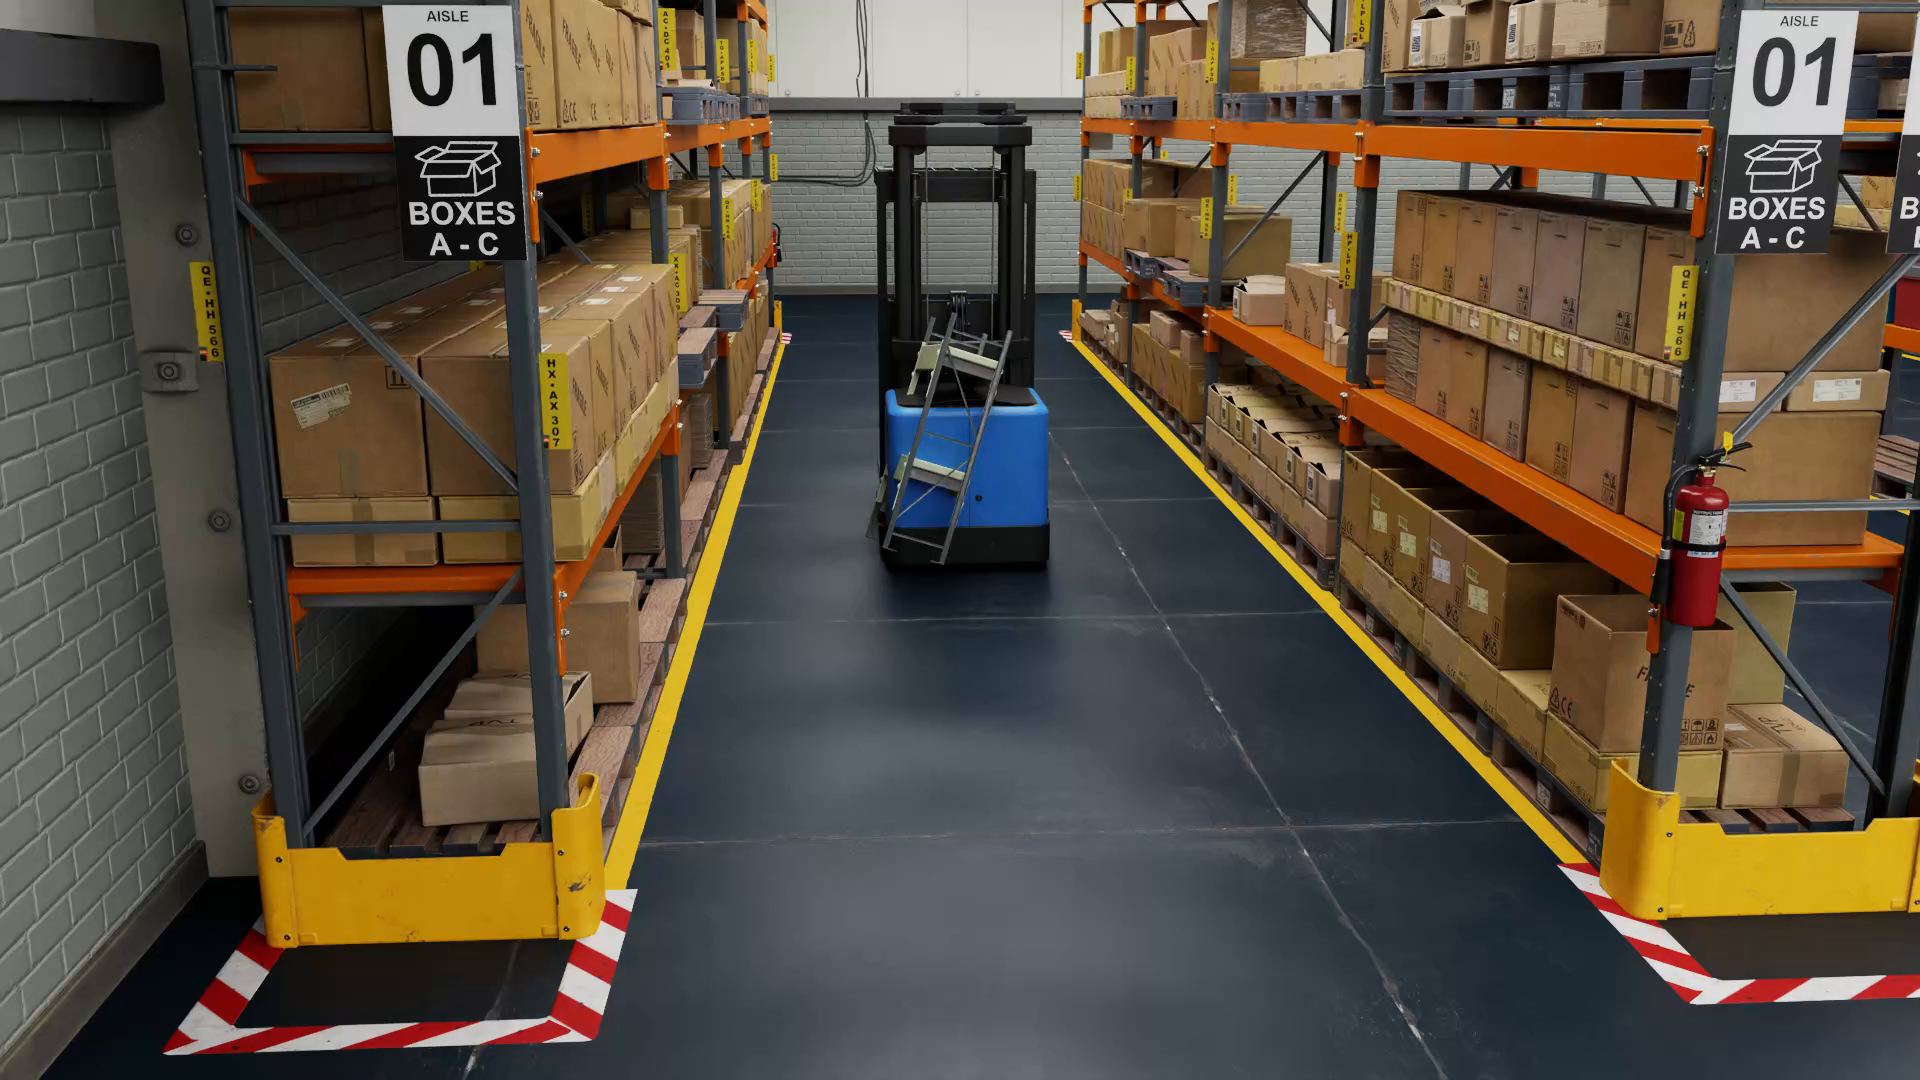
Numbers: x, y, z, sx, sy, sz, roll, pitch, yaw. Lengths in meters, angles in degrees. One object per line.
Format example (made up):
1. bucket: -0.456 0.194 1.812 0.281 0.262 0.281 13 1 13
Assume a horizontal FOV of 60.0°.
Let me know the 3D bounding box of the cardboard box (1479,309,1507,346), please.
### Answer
1. cardboard box: 2.718 -1.017 7.956 0.380 0.149 0.250 -1 14 -4

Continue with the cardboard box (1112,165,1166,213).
1. cardboard box: 1.975 -3.881 18.382 0.500 0.500 0.500 -1 14 -5

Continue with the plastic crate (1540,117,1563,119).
1. plastic crate: 6.825 -5.009 19.191 0.437 0.282 0.530 -1 14 -3

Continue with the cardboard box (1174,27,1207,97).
1. cardboard box: 2.342 -4.394 15.319 0.600 0.600 0.600 -1 15 -6

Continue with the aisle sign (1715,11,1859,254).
1. aisle sign: 2.754 -1.353 5.546 0.394 0.787 0.004 -1 14 -3

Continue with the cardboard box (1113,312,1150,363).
1. cardboard box: 1.981 -2.239 18.341 0.500 0.500 0.500 -1 14 -3

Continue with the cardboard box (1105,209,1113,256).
1. cardboard box: 1.945 -3.524 19.001 0.500 0.500 0.500 -1 14 -2

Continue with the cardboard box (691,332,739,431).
1. cardboard box: -2.312 -1.374 14.318 0.750 0.750 0.750 -1 14 -4

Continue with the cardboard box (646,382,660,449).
1. cardboard box: -1.748 -0.607 8.126 0.500 0.250 0.500 -1 14 -4

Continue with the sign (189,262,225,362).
1. sign: -2.457 -0.747 5.453 0.100 0.325 0.005 -1 14 -3

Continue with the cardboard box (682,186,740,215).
1. cardboard box: -2.275 -3.094 15.188 0.500 0.250 0.500 -1 14 -5

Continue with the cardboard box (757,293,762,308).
1. cardboard box: -2.460 -2.734 19.004 0.380 0.149 0.250 -1 14 -5

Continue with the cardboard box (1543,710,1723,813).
1. cardboard box: 2.714 0.885 6.742 0.500 0.250 0.500 -1 14 -3

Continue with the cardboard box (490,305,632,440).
1. cardboard box: -1.677 -0.712 7.031 0.500 0.500 0.500 -1 14 -5

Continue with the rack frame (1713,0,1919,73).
1. rack frame: 3.043 -3.020 5.204 1.000 3.000 0.127 -1 14 -3

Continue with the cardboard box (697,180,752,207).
1. cardboard box: -2.361 -3.475 16.668 0.500 0.250 0.500 -1 14 -2

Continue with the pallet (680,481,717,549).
1. pallet: -2.277 -0.179 11.799 1.003 0.211 1.213 -1 14 -3

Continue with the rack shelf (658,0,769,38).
1. rack shelf: -2.769 -5.882 18.575 1.077 0.370 4.000 -1 14 -3

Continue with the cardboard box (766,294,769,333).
1. cardboard box: -2.749 -2.837 20.705 0.700 0.500 0.500 -1 14 -3

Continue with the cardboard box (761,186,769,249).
1. cardboard box: -2.795 -3.854 19.884 0.980 0.700 0.700 -1 14 -4

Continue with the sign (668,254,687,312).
1. sign: -1.608 -1.461 9.449 0.100 0.325 0.005 -1 14 -3

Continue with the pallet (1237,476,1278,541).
1. pallet: 2.632 -0.246 12.057 1.003 0.211 1.213 -1 14 -3

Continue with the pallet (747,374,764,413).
1. pallet: -2.522 -1.480 16.856 1.003 0.211 1.213 -1 14 -3

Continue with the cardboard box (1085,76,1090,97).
1. cardboard box: 1.823 -5.584 20.487 0.500 0.250 0.500 -1 14 -3

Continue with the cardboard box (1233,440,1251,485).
1. cardboard box: 2.357 -0.587 12.463 0.500 0.250 0.500 -1 14 -5

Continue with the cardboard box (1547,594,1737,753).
1. cardboard box: 2.712 0.522 6.649 0.500 0.500 0.500 -1 14 -3

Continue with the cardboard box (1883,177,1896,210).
1. cardboard box: 11.768 -4.304 20.432 0.500 0.500 0.500 -1 14 -5

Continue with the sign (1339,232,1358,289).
1. sign: 2.254 -1.621 9.642 0.100 0.325 0.005 -1 14 -3

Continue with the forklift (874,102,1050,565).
1. forklift: -0.044 -1.576 11.770 1.130 2.935 3.031 -1 14 -4

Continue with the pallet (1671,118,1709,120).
1. pallet: 7.463 -4.060 15.646 1.003 0.211 1.213 -1 14 -3

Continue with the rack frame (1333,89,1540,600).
1. rack frame: 2.795 -1.109 9.818 1.000 3.000 0.127 -1 14 -3

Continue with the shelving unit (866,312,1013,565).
1. shelving unit: -0.146 -0.652 10.566 0.431 1.500 0.755 16 2 -12

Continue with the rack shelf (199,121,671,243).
1. rack shelf: -2.025 -1.639 7.300 1.077 0.370 4.000 -1 14 -3

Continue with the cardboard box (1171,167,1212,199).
1. cardboard box: 2.551 -3.753 17.886 0.500 0.500 0.500 -1 14 -2

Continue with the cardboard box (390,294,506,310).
1. cardboard box: -2.232 -0.830 7.490 0.500 0.500 0.500 -1 14 -3

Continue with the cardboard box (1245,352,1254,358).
1. cardboard box: 2.740 -1.479 15.389 0.500 0.500 0.500 -1 14 -4

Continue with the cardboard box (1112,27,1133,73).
1. cardboard box: 2.122 -5.577 18.956 0.700 0.500 0.500 -1 14 -3

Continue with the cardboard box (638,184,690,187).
1. cardboard box: -2.801 -3.214 15.655 0.500 0.250 0.500 -1 14 -5

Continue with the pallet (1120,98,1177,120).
1. pallet: 2.270 -4.297 16.566 1.213 0.211 1.003 -1 14 -3

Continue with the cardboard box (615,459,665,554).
1. cardboard box: -2.211 -0.217 10.484 0.700 0.500 0.500 0 14 -2

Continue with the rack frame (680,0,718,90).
1. rack frame: -2.397 -4.932 12.636 1.000 3.000 0.127 -1 14 -3

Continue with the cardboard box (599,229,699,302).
1. cardboard box: -2.296 -2.033 12.324 0.700 0.500 0.500 -2 15 -9

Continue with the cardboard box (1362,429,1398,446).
1. cardboard box: 2.959 -0.613 11.437 0.500 0.311 0.500 -1 14 -5

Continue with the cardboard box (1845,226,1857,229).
1. cardboard box: 11.649 -3.967 21.428 0.380 0.149 0.250 -1 14 -4

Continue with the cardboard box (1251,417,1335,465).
1. cardboard box: 2.389 -0.727 11.884 0.500 0.311 0.500 -1 14 -4

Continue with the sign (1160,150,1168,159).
1. sign: 2.606 -4.811 21.247 0.100 0.325 0.005 -1 14 -3

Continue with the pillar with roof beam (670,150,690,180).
1. pillar with roof beam: 0.374 -7.646 23.185 9.100 9.000 0.400 -1 14 -3

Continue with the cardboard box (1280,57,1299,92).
1. cardboard box: 2.682 -3.445 12.336 0.500 0.250 0.500 0 14 -2

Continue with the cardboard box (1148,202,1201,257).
1. cardboard box: 2.211 -3.059 16.354 0.700 0.500 0.500 1 14 5

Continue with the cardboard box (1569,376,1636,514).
1. cardboard box: 2.989 -0.410 6.898 0.700 0.500 0.500 -1 14 -2

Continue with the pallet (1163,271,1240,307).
1. pallet: 2.435 -2.179 14.359 1.213 0.211 1.003 -1 14 -3

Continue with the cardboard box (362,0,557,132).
1. cardboard box: -1.672 -1.635 5.600 0.500 0.500 0.500 -1 14 -2

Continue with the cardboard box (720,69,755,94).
1. cardboard box: -2.424 -4.829 17.514 0.500 0.250 0.500 -1 14 -4

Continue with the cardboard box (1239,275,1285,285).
1. cardboard box: 2.526 -1.970 13.341 0.500 0.311 0.500 0 14 0

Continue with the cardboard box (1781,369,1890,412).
1. cardboard box: 3.233 -0.578 6.250 0.380 0.149 0.250 -1 14 -4

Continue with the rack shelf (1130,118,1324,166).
1. rack shelf: 2.423 -3.706 15.333 1.077 0.370 4.000 -1 14 -3

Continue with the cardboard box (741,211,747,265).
1. cardboard box: -2.300 -2.861 15.788 0.500 0.500 0.500 -1 14 -3
